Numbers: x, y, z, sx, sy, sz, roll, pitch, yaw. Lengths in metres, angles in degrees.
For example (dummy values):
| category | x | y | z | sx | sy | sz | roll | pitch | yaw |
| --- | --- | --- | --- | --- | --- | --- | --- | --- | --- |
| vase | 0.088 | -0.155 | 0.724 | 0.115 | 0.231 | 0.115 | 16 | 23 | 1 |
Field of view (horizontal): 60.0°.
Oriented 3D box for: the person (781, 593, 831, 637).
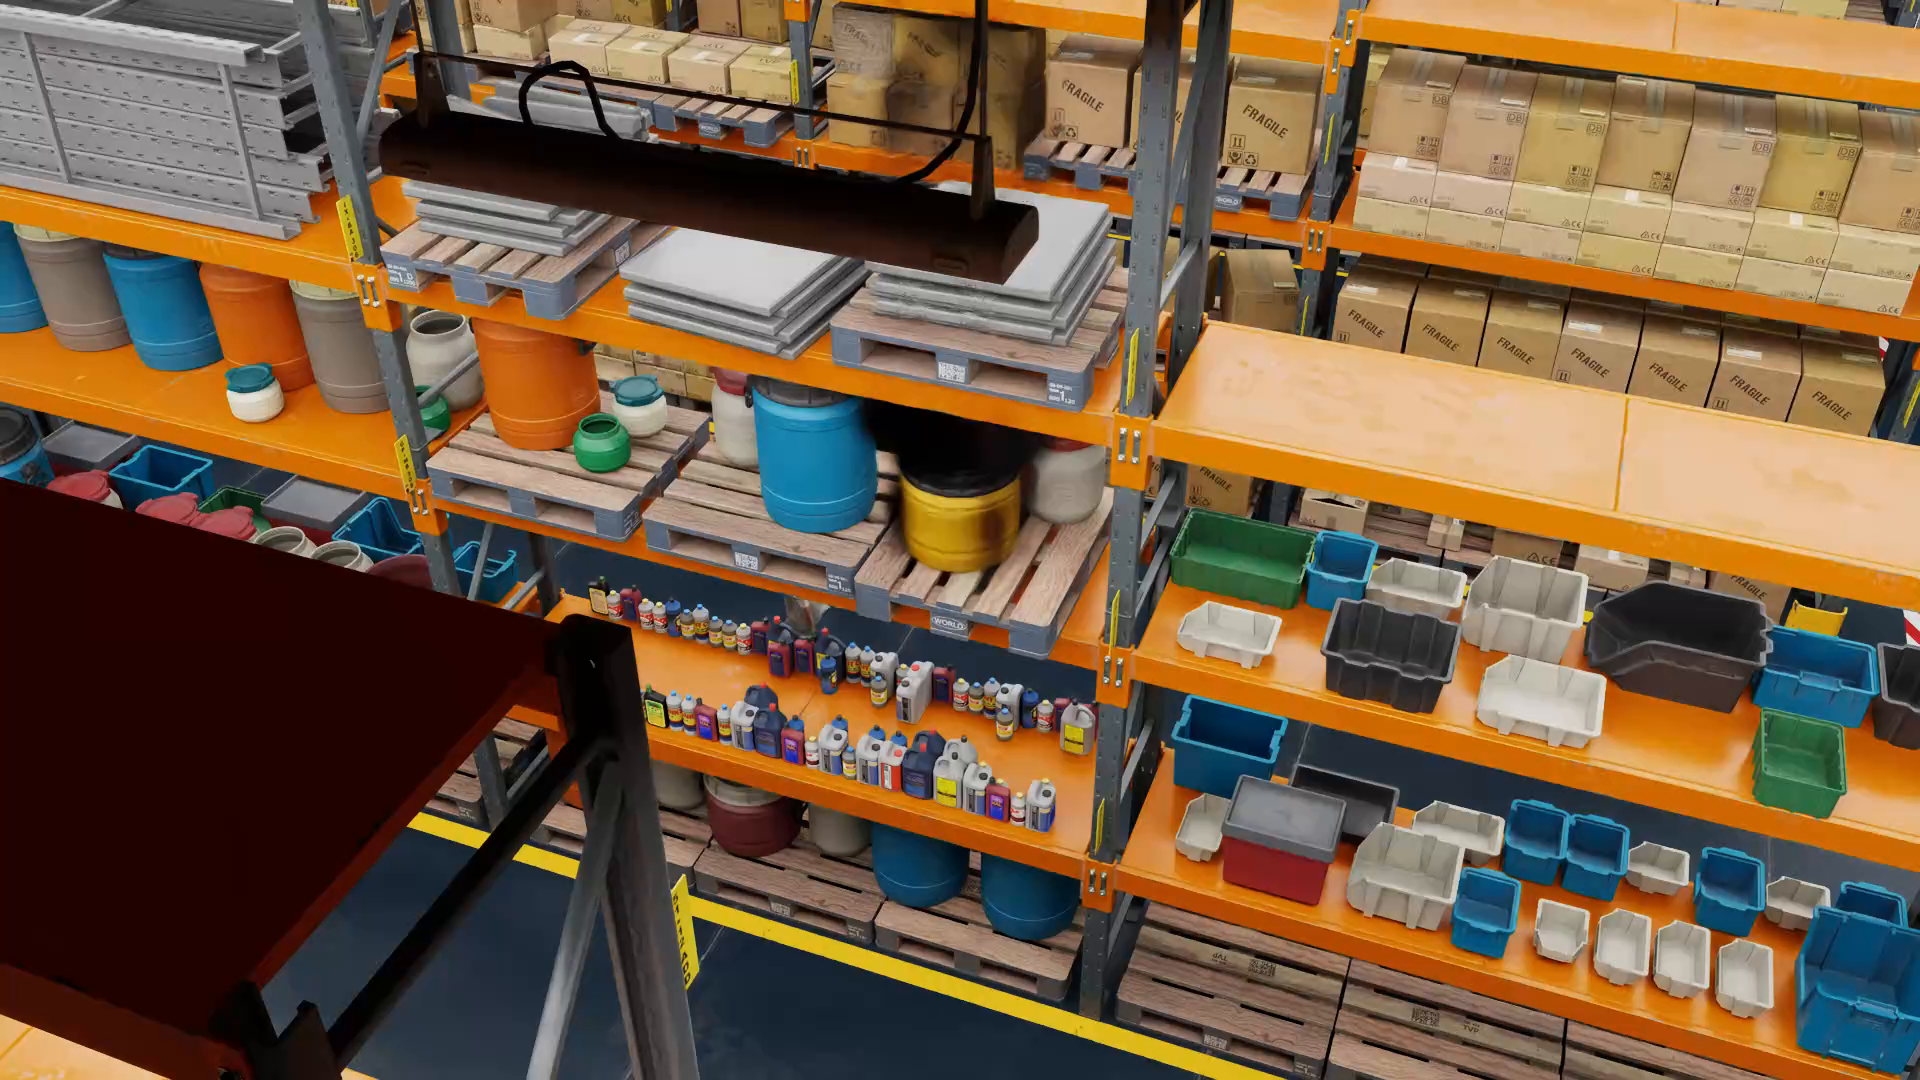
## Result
| category | x | y | z | sx | sy | sz | roll | pitch | yaw |
| --- | --- | --- | --- | --- | --- | --- | --- | --- | --- |
| person | -1.050 | 0.479 | 11.482 | 0.690 | 1.541 | 0.506 | 15 | 39 | 19 |
